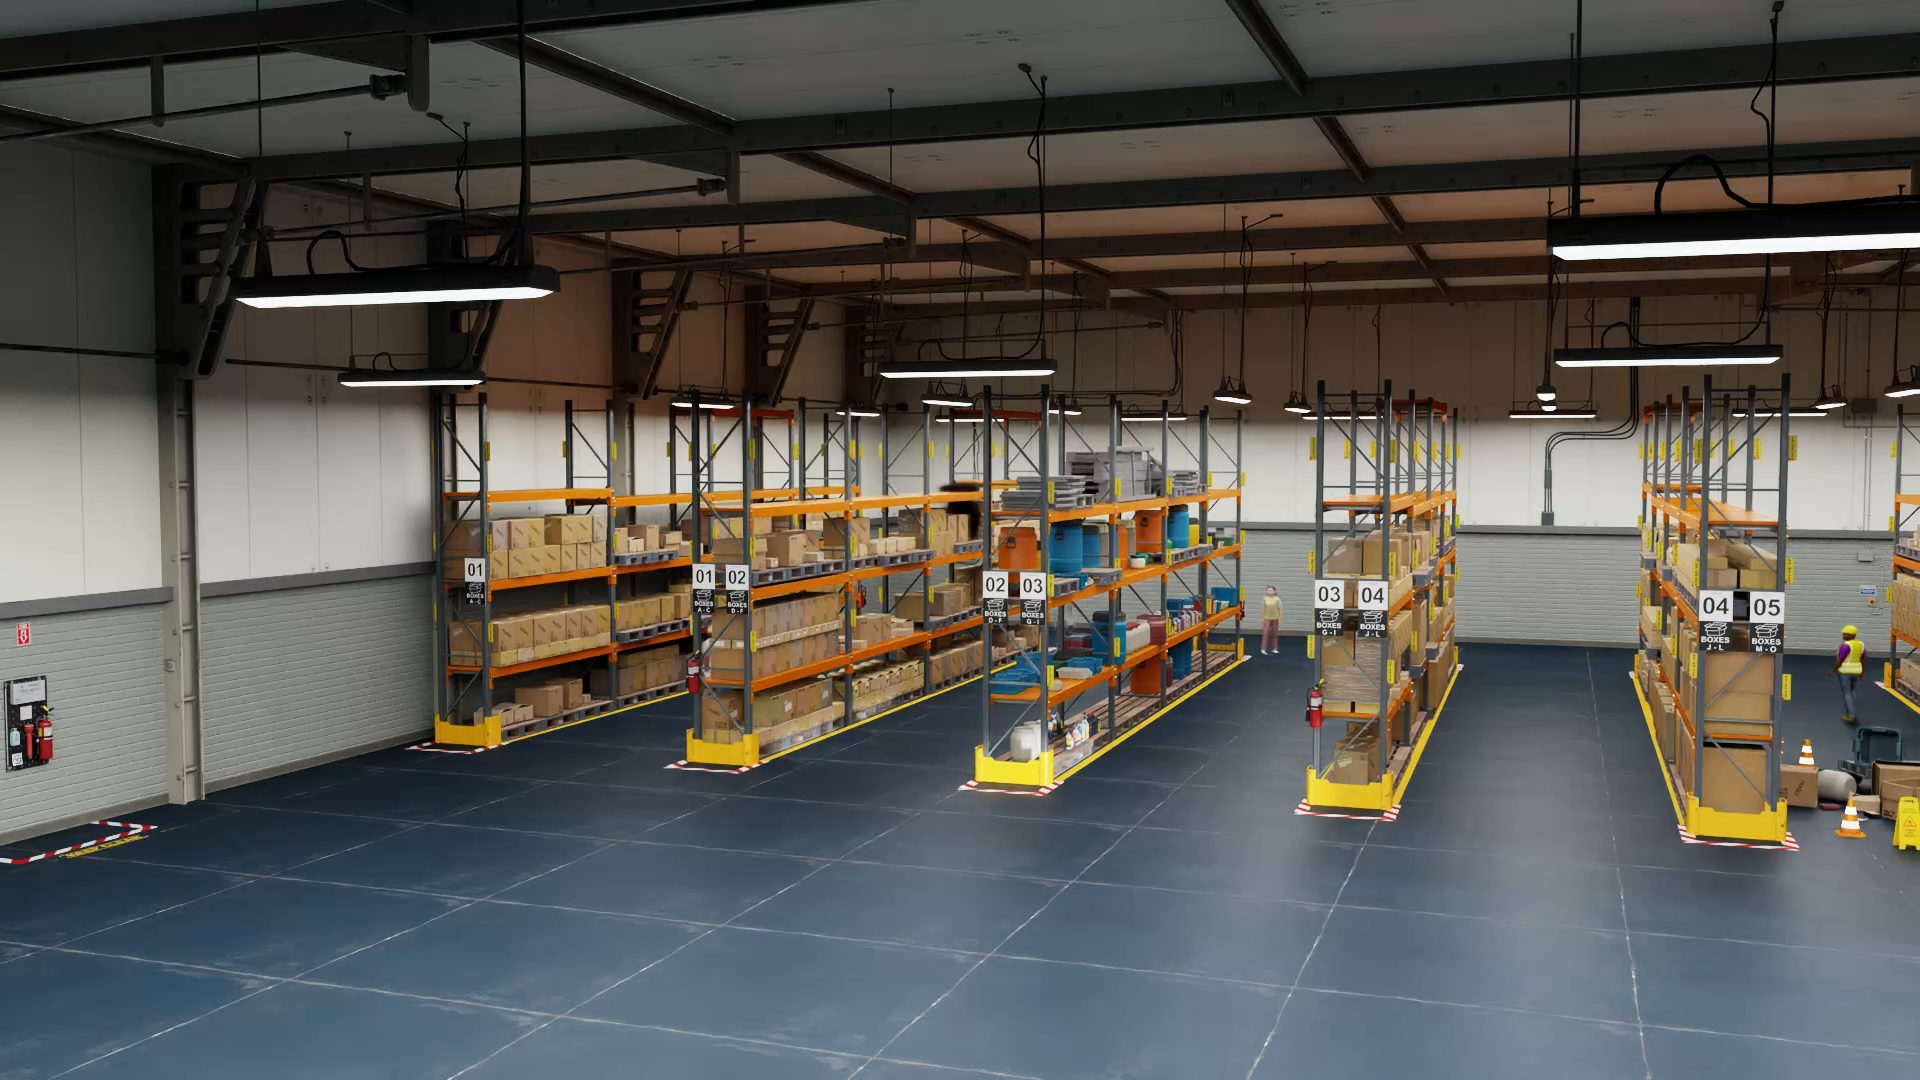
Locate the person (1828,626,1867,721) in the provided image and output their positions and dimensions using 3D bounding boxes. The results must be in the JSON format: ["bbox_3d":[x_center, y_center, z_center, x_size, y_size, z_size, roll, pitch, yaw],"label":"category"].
[{"bbox_3d":[16.441,2.483,30.755,0.642,1.806,0.609,0,3,2],"label":"person"}]

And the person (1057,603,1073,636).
[{"bbox_3d":[2.465,2.018,38.998,0.361,1.612,0.451,2,4,37],"label":"person"}]

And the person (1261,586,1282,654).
[{"bbox_3d":[7.706,1.980,41.150,0.498,1.680,0.529,1,3,17],"label":"person"}]

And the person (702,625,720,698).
[{"bbox_3d":[-4.581,2.461,30.849,0.418,1.798,0.576,1,3,17],"label":"person"}]
